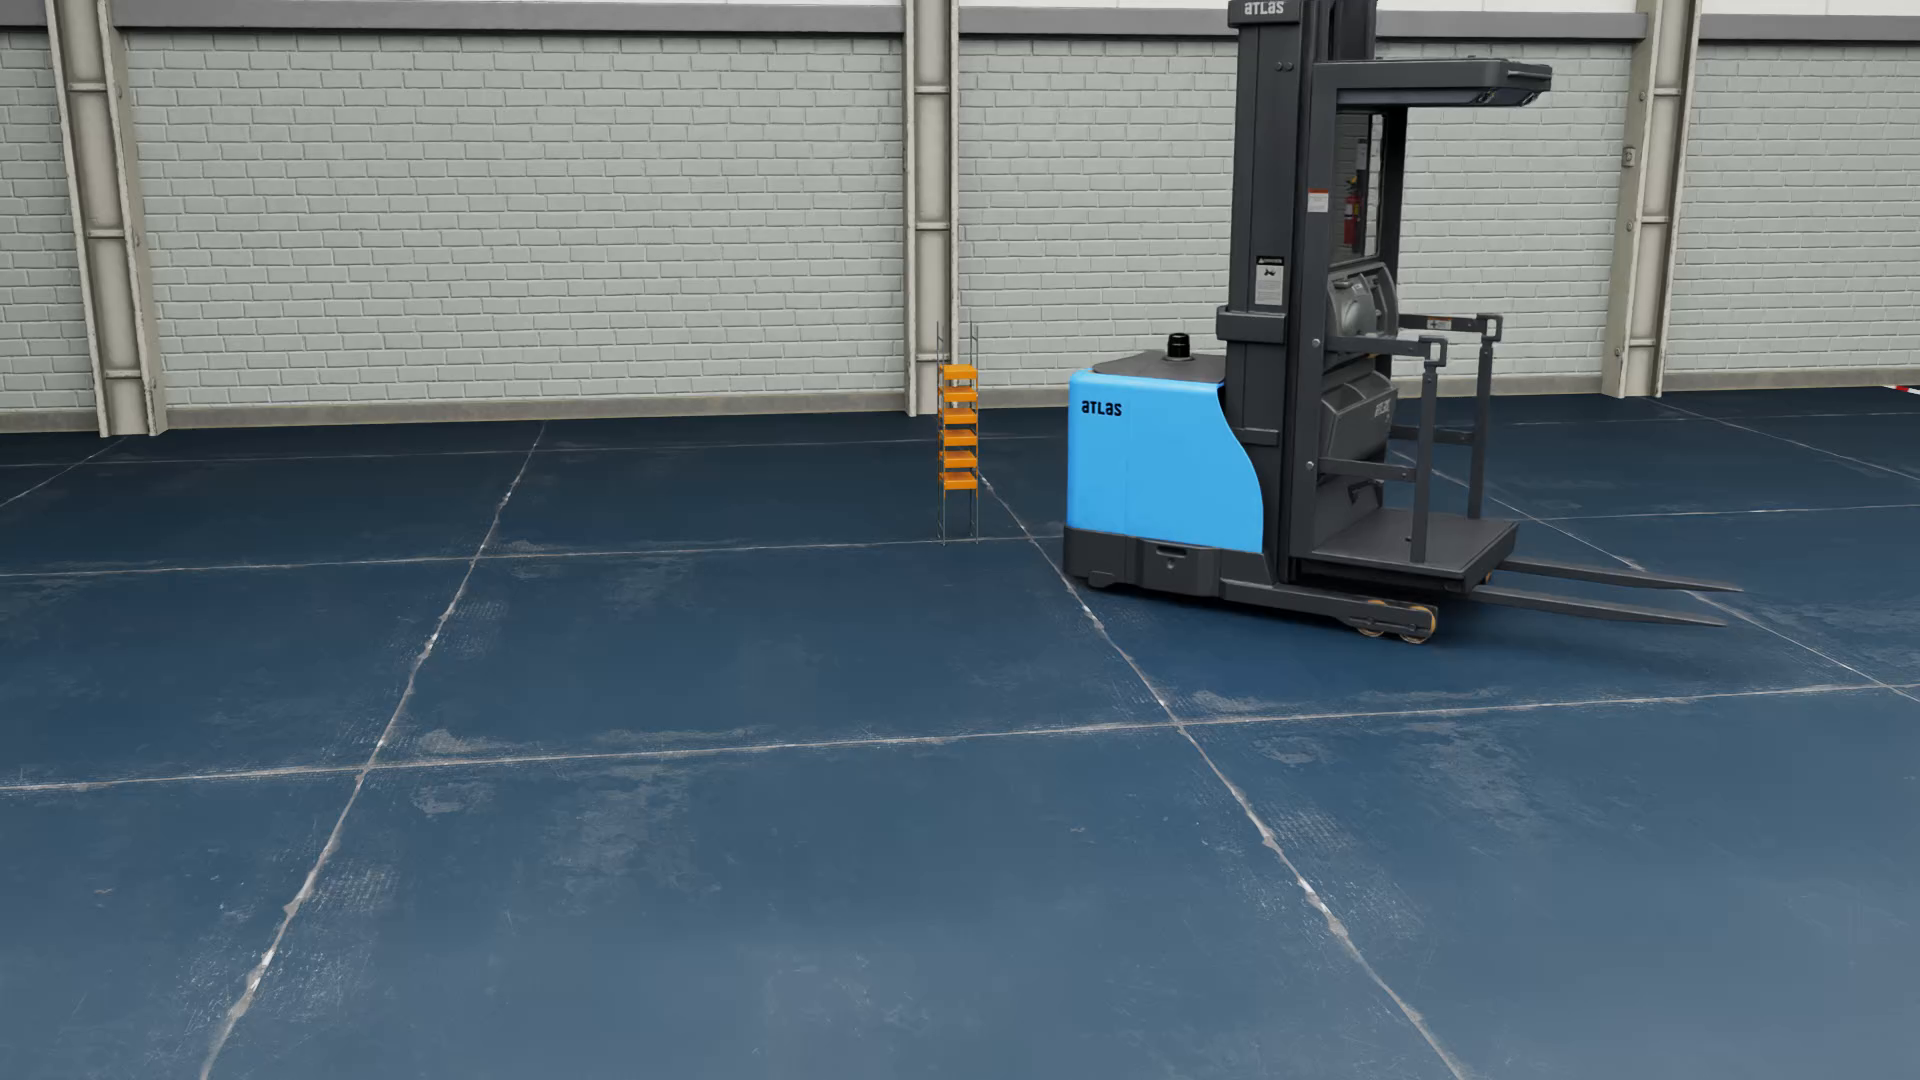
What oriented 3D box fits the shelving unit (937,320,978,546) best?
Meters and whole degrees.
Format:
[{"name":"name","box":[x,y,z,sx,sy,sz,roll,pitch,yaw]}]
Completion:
[{"name":"shelving unit","box":[-0.014,-0.581,9.074,0.189,1.200,0.258,-2,14,-8]}]

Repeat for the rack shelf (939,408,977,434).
[{"name":"rack shelf","box":[-0.014,-0.655,9.055,0.180,0.103,0.258,-2,14,-8]}]

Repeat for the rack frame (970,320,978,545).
[{"name":"rack frame","box":[0.076,-0.585,9.087,0.006,1.200,0.240,-2,14,-8]}]

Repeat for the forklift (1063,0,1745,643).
[{"name":"forklift","box":[2.044,-1.109,7.620,3.031,2.935,1.130,8,16,30]}]

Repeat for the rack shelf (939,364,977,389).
[{"name":"rack shelf","box":[-0.014,-0.888,8.997,0.180,0.103,0.258,-2,14,-8]}]

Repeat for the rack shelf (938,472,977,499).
[{"name":"rack shelf","box":[-0.014,-0.306,9.143,0.180,0.103,0.258,-2,14,-8]}]

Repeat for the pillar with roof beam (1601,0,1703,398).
[{"name":"pillar with roof beam","box":[6.346,-4.566,8.928,0.400,9.000,9.100,-2,14,-8]}]

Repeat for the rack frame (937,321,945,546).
[{"name":"rack frame","box":[-0.105,-0.578,9.061,0.006,1.200,0.240,-2,14,-8]}]

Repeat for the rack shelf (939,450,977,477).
[{"name":"rack shelf","box":[-0.014,-0.422,9.114,0.180,0.103,0.258,-2,14,-8]}]

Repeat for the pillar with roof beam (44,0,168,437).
[{"name":"pillar with roof beam","box":[-5.520,-4.131,7.194,0.400,9.000,9.100,-2,14,-8]}]

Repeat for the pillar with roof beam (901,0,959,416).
[{"name":"pillar with roof beam","box":[0.413,-4.348,8.061,0.400,9.000,9.100,-2,14,-8]}]

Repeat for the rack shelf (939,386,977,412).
[{"name":"rack shelf","box":[-0.014,-0.771,9.026,0.180,0.103,0.258,-2,14,-8]}]

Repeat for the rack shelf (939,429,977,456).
[{"name":"rack shelf","box":[-0.014,-0.538,9.085,0.180,0.103,0.258,-2,14,-8]}]
